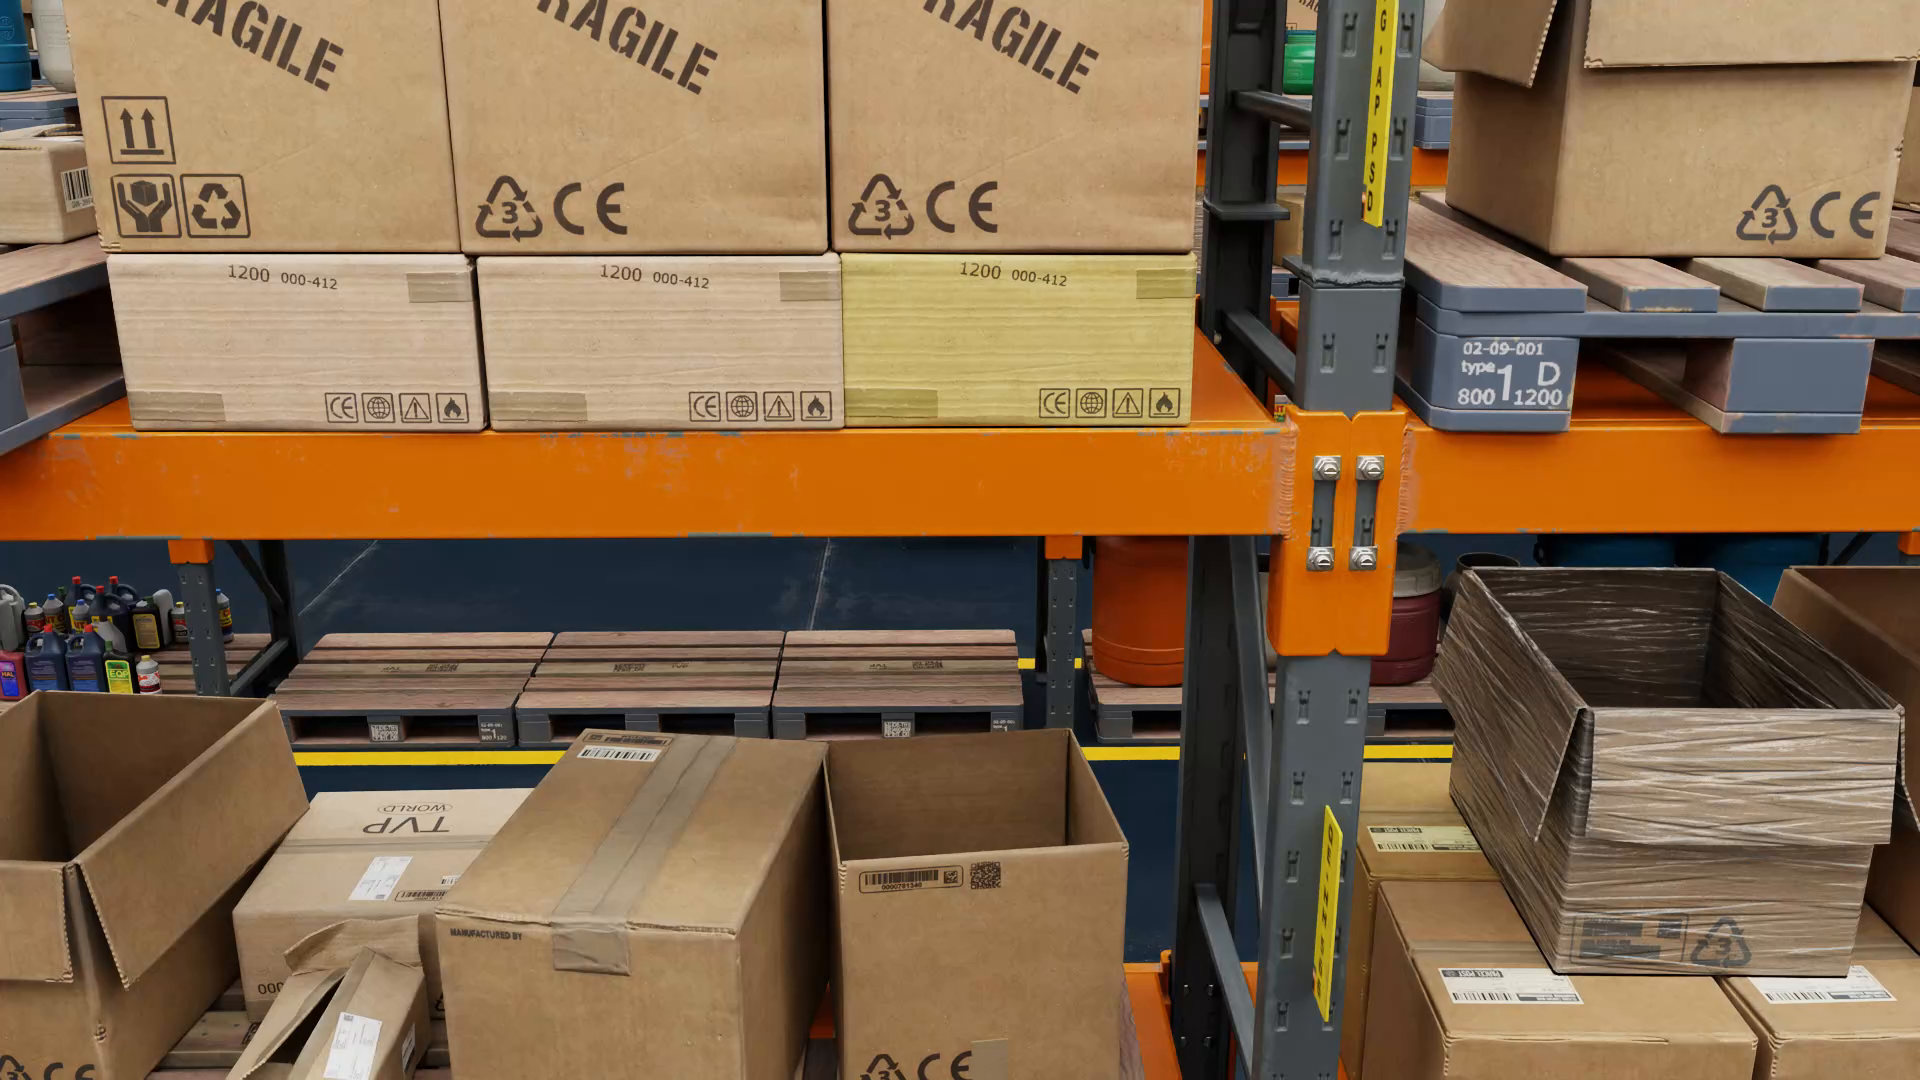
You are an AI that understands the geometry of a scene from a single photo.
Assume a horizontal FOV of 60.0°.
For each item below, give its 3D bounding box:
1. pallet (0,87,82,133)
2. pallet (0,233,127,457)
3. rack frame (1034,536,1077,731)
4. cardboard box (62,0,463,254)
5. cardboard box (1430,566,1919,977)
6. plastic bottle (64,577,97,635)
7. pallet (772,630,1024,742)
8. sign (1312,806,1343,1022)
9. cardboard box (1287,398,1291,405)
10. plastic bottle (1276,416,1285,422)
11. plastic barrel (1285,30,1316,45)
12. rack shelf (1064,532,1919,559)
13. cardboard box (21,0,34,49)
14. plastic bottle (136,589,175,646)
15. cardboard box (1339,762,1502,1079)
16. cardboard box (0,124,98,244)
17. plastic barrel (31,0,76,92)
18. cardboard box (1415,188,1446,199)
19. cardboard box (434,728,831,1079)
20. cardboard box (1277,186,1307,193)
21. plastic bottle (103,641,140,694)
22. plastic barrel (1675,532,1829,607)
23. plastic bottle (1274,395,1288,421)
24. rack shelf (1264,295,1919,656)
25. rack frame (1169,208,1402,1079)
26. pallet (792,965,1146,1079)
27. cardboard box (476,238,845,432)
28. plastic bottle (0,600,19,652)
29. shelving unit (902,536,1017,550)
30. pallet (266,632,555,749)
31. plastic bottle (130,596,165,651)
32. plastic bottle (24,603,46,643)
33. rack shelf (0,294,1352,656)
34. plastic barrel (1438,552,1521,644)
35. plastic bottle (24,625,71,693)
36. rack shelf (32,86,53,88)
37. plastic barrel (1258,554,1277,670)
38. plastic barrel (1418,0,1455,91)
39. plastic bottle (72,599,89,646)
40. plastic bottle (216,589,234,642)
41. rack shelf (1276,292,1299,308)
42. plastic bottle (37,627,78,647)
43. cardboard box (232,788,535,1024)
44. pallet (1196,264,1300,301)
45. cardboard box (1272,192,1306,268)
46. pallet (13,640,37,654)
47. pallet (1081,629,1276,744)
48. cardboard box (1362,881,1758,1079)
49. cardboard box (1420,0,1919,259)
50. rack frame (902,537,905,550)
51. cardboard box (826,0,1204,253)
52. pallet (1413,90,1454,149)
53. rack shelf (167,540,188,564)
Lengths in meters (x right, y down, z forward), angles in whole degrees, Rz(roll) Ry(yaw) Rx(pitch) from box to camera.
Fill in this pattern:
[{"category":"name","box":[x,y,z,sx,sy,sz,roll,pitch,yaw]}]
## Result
[{"category":"pallet","box":[-4.249,-1.873,7.375,1.003,0.211,1.213,0,18,-1]},{"category":"pallet","box":[-1.795,-0.371,2.689,1.003,0.211,1.213,0,18,-1]},{"category":"rack frame","box":[0.470,-0.587,7.968,0.127,3.000,1.000,0,18,-1]},{"category":"cardboard box","box":[-0.933,-0.706,2.446,0.500,0.500,0.500,0,18,0]},{"category":"cardboard box","box":[1.280,0.401,3.079,0.637,0.503,0.797,0,18,1]},{"category":"plastic bottle","box":[-4.532,0.362,8.625,0.185,0.351,0.144,-1,18,-3]},{"category":"pallet","box":[-0.305,0.732,8.419,1.213,0.211,1.003,0,18,-1]},{"category":"sign","box":[0.566,0.577,2.571,0.005,0.325,0.100,0,18,-1]},{"category":"cardboard box","box":[2.402,-1.044,12.762,0.500,0.500,0.500,-1,18,-3]},{"category":"plastic bottle","box":[1.486,-0.442,7.727,0.097,0.271,0.097,0,18,0]},{"category":"plastic barrel","box":[1.540,-2.200,7.622,0.301,0.262,0.301,0,18,0]},{"category":"rack shelf","box":[2.470,-0.254,8.108,4.000,0.370,1.077,0,18,-1]},{"category":"cardboard box","box":[-7.029,-3.807,12.009,0.637,0.503,0.797,1,18,3]},{"category":"plastic bottle","box":[-4.178,0.397,8.638,0.135,0.276,0.152,0,18,1]},{"category":"cardboard box","box":[1.038,0.800,3.480,0.500,0.500,0.500,0,18,1]},{"category":"cardboard box","box":[-1.578,-0.612,2.829,0.250,0.166,0.380,-1,18,-2]},{"category":"plastic barrel","box":[-3.963,-2.308,7.549,0.421,0.512,0.421,0,18,0]},{"category":"cardboard box","box":[3.918,-2.433,12.871,0.500,0.500,0.700,-6,19,-19]},{"category":"cardboard box","box":[-0.548,0.726,3.023,0.500,0.500,0.700,2,18,7]},{"category":"cardboard box","box":[3.346,-3.747,17.133,0.500,0.500,0.500,0,18,0]},{"category":"plastic bottle","box":[-4.005,0.619,7.934,0.133,0.283,0.061,1,18,2]},{"category":"plastic barrel","box":[3.925,0.190,8.292,0.708,0.901,0.600,0,18,-1]},{"category":"plastic bottle","box":[1.604,-0.656,8.394,0.097,0.271,0.097,0,18,0]},{"category":"rack shelf","box":[2.548,-0.170,2.934,4.000,0.370,1.077,0,18,-1]},{"category":"rack frame","box":[0.548,0.925,3.252,0.127,3.000,1.000,0,18,-1]},{"category":"pallet","box":[-0.163,1.053,3.169,1.003,0.211,1.213,0,18,-1]},{"category":"cardboard box","box":[-0.419,-0.348,2.556,0.500,0.250,0.500,0,18,-1]},{"category":"plastic bottle","box":[-4.929,0.445,8.490,0.135,0.276,0.152,0,18,-1]},{"category":"shelving unit","box":[-0.007,-0.714,10.818,0.755,1.500,0.431,0,18,-1]},{"category":"pallet","box":[-2.745,0.744,8.383,1.213,0.211,1.003,0,18,-1]},{"category":"plastic bottle","box":[-4.175,0.426,8.536,0.133,0.283,0.061,0,18,-1]},{"category":"plastic bottle","box":[-4.815,0.427,8.666,0.097,0.201,0.097,0,18,0]},{"category":"rack shelf","box":[-1.451,-0.151,2.874,4.000,0.370,1.077,0,18,-1]},{"category":"plastic barrel","box":[2.651,0.354,8.418,0.421,0.512,0.421,0,18,0]},{"category":"plastic bottle","box":[-4.361,0.576,7.958,0.185,0.351,0.144,-1,18,-4]},{"category":"rack shelf","box":[-5.604,-3.157,12.246,4.000,0.370,1.077,0,18,-1]},{"category":"plastic barrel","box":[1.522,0.360,8.401,0.421,0.512,0.421,0,18,0]},{"category":"plastic barrel","box":[2.240,-2.335,7.595,0.433,0.535,0.433,0,18,0]},{"category":"plastic bottle","box":[-4.486,0.436,8.523,0.097,0.271,0.097,0,18,0]},{"category":"plastic bottle","box":[-3.855,0.389,8.670,0.097,0.271,0.097,0,18,0]},{"category":"rack shelf","box":[2.395,-1.767,12.824,4.000,0.370,1.077,0,18,-1]},{"category":"plastic bottle","box":[-4.388,0.566,8.110,0.135,0.276,0.152,0,18,-1]},{"category":"cardboard box","box":[-1.131,0.735,3.405,0.500,0.250,0.500,-1,18,-2]},{"category":"pallet","box":[2.340,-2.020,12.747,1.213,0.211,1.003,0,18,-1]},{"category":"cardboard box","box":[2.630,-2.340,12.579,0.500,0.500,0.700,-5,18,-15]},{"category":"pallet","box":[-5.424,0.757,8.342,1.213,0.211,1.003,0,18,-1]},{"category":"pallet","box":[1.258,0.724,8.445,1.213,0.211,1.003,0,18,-1]},{"category":"cardboard box","box":[1.039,0.958,2.985,0.500,0.500,0.500,0,18,1]},{"category":"cardboard box","box":[1.157,-0.777,2.792,0.637,0.503,0.797,1,18,2]},{"category":"rack frame","box":[-0.373,-0.712,10.813,0.023,1.500,0.400,0,18,-1]},{"category":"cardboard box","box":[0.075,-0.710,2.457,0.500,0.500,0.500,0,18,1]},{"category":"pallet","box":[2.553,-1.905,7.474,1.213,0.211,1.003,0,18,-1]},{"category":"rack shelf","box":[-5.529,-0.216,7.988,4.000,0.370,1.077,0,18,-1]}]
